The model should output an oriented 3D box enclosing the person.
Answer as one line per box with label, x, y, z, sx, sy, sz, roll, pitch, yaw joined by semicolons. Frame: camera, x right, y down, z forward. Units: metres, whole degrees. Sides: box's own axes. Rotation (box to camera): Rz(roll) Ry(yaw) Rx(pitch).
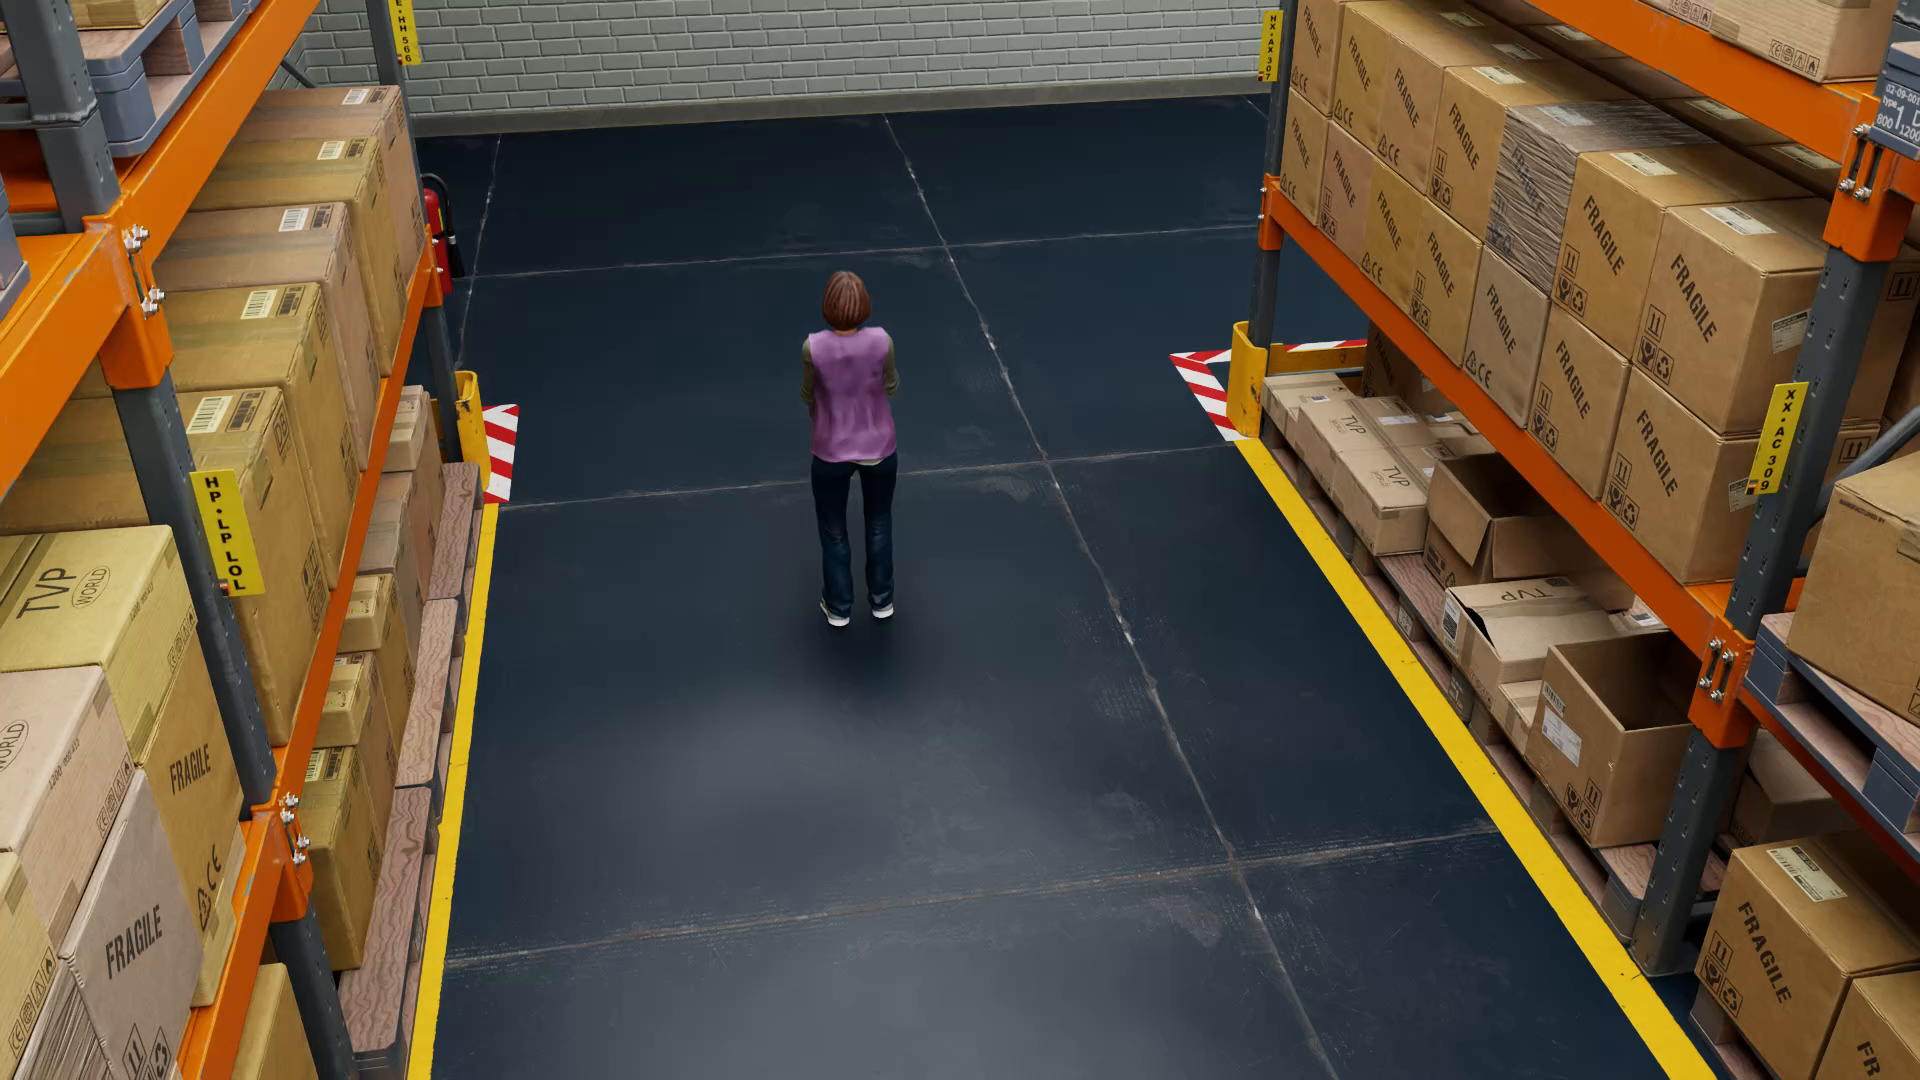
person;-0.444;-0.398;6.815;0.405;1.584;0.490;-5;31;-8
